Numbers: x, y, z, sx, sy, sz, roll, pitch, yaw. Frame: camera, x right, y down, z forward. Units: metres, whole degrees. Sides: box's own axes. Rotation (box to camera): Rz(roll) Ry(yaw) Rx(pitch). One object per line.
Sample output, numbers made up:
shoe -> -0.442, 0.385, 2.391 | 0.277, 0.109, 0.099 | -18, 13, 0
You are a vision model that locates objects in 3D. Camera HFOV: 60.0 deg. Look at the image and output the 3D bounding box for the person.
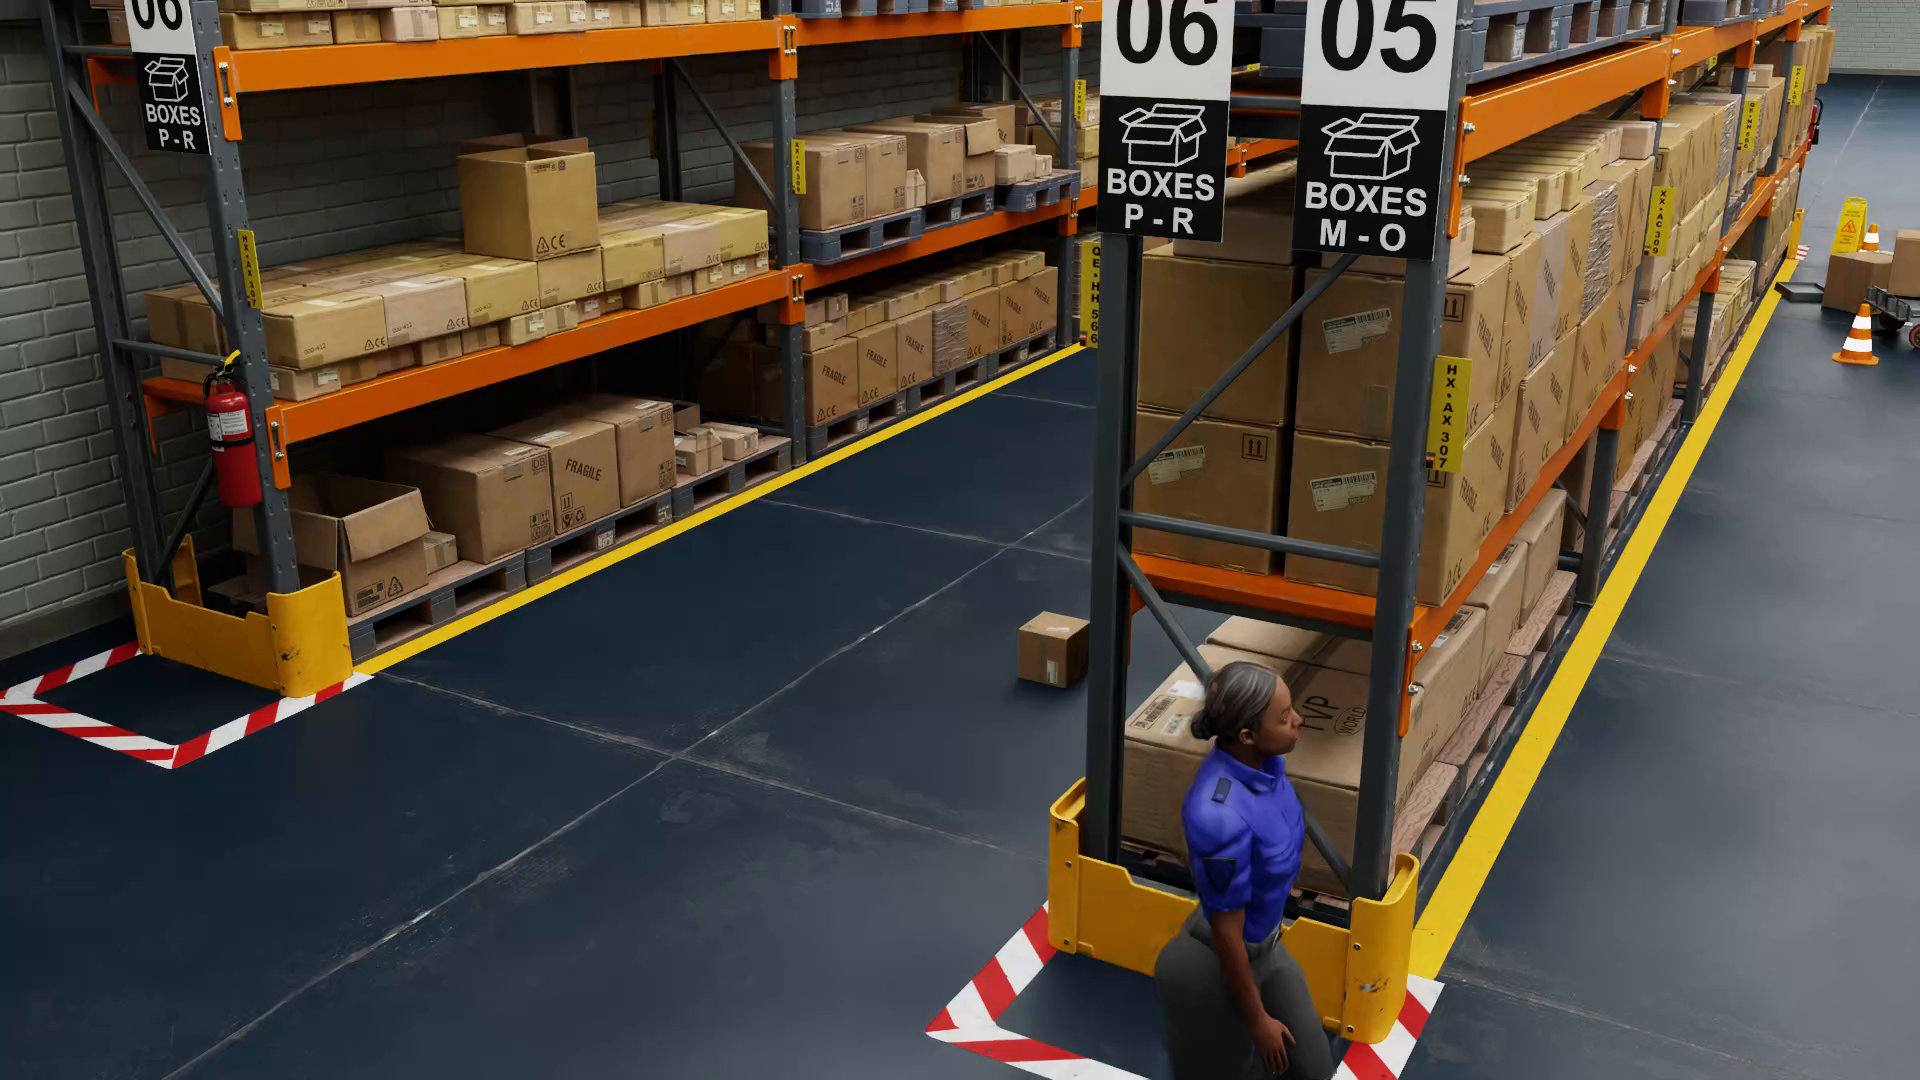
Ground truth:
person -> 0.692, 1.066, 4.056 | 0.424, 1.677, 0.452 | 9, 21, 24
